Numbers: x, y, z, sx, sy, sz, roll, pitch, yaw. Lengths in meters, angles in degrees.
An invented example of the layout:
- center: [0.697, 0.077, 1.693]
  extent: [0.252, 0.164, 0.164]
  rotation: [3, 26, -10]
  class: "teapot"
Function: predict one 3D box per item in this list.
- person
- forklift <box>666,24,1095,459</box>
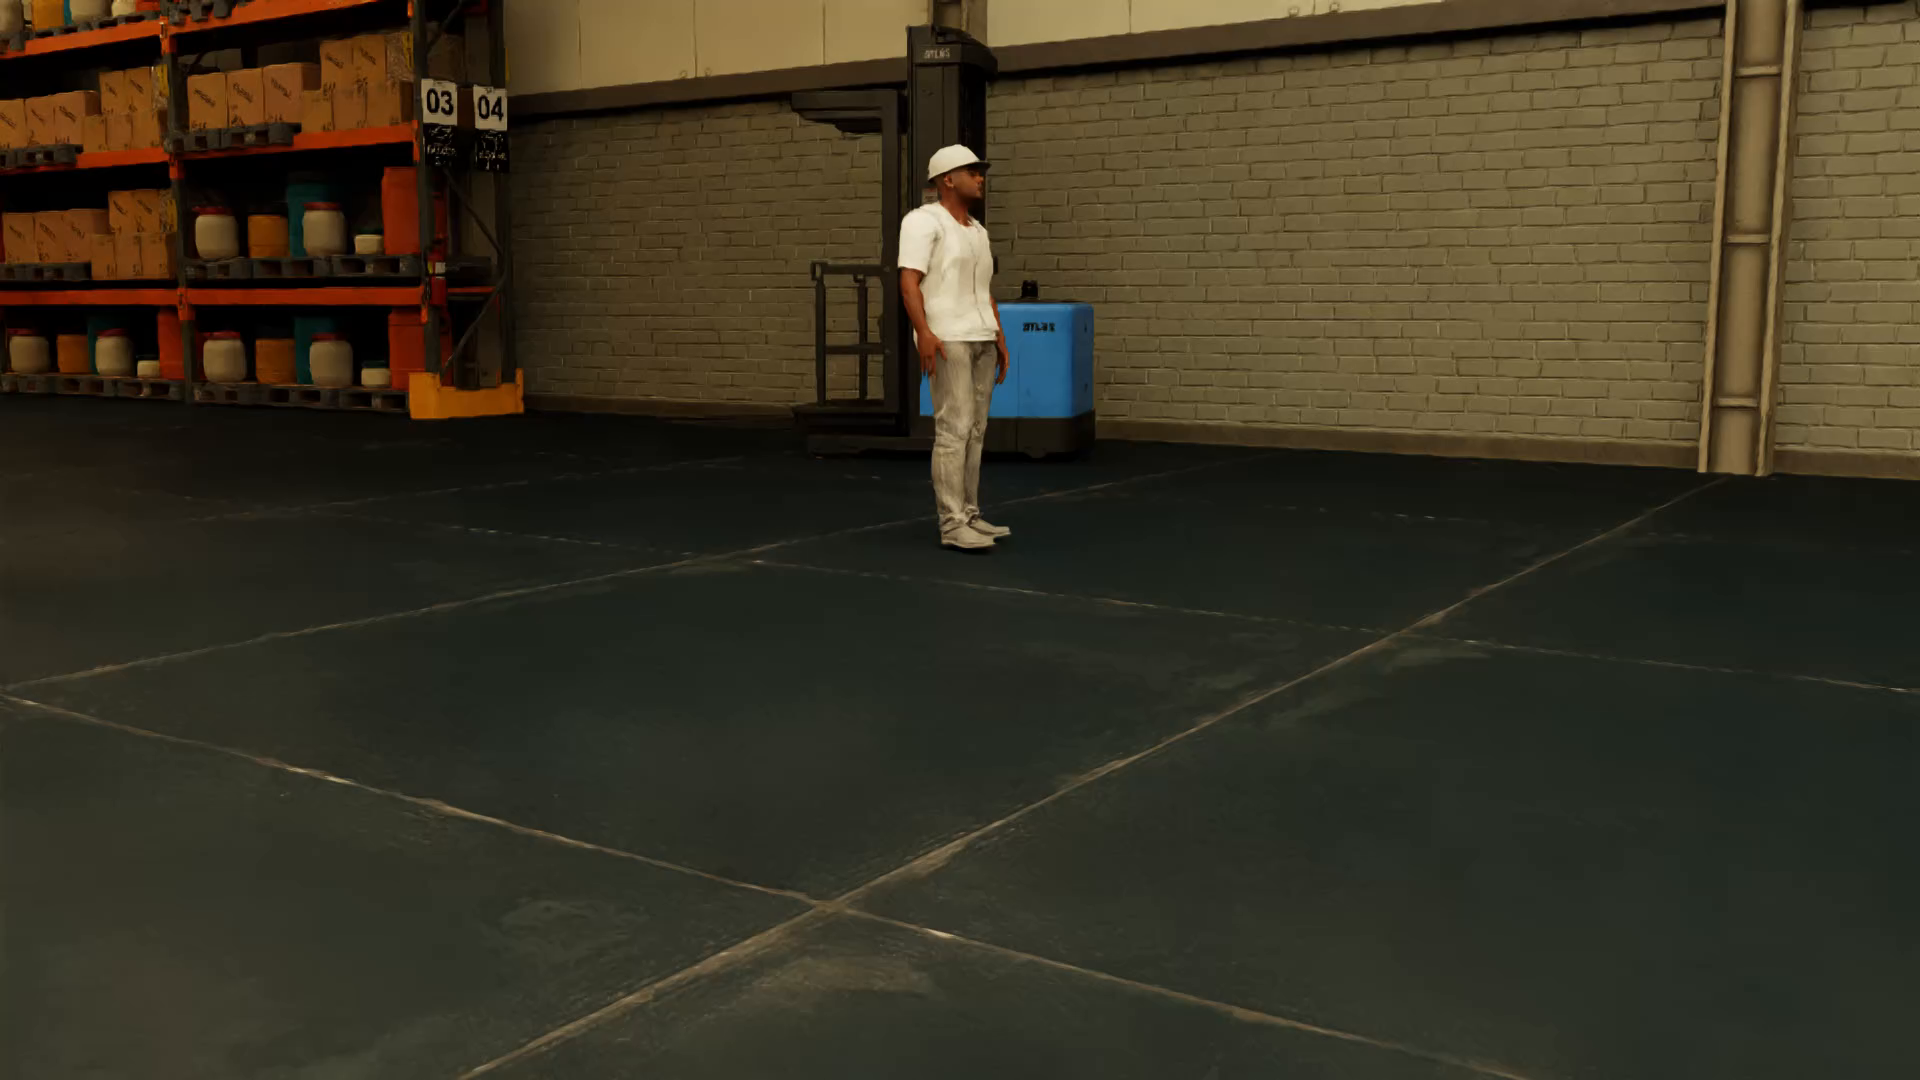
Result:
- center: [0.055, -0.875, 7.435]
  extent: [0.576, 1.766, 0.665]
  rotation: [5, 10, 34]
  class: "person"
- center: [-0.592, -2.089, 11.881]
  extent: [3.031, 2.935, 1.130]
  rotation: [2, 8, 14]
  class: "forklift"
